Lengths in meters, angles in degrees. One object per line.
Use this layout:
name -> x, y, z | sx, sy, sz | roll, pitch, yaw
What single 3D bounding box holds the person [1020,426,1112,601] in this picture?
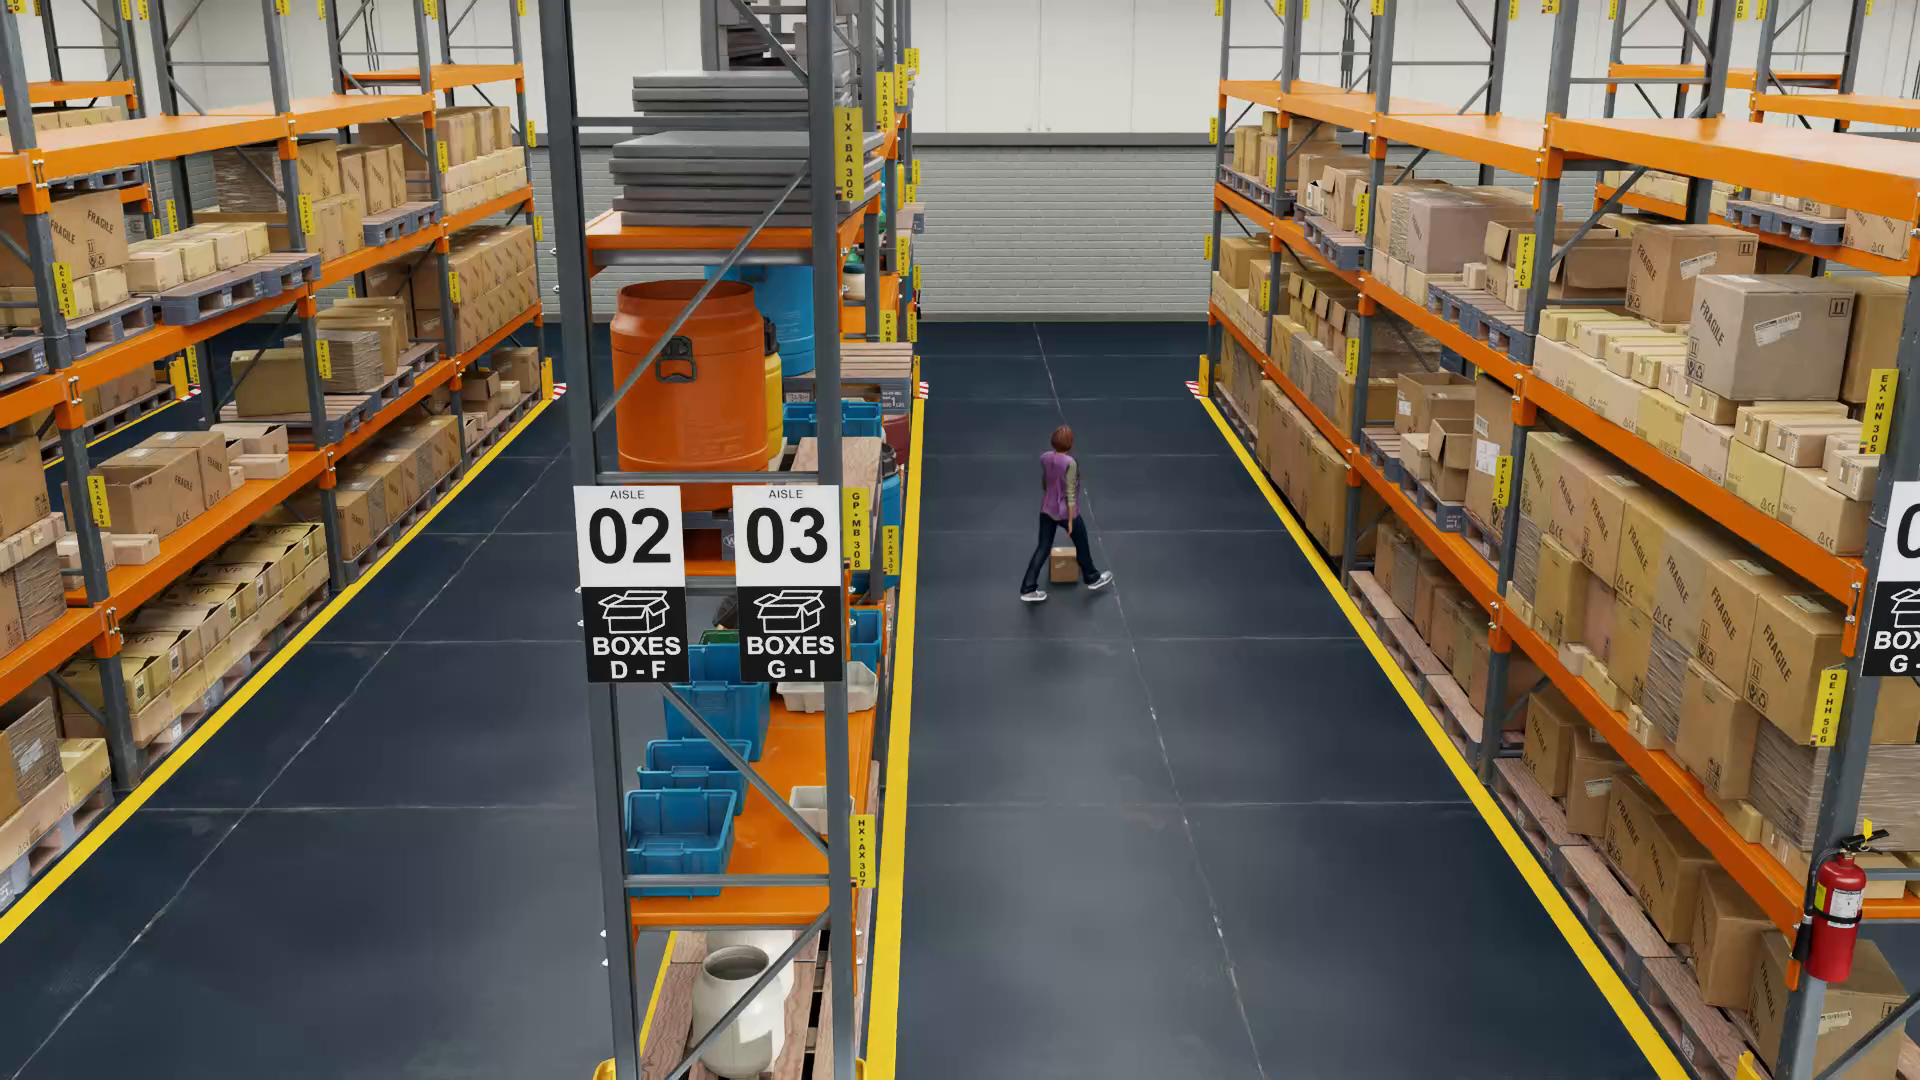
person -> 0.918, -0.257, 14.431 | 0.444, 1.530, 0.949 | 14, 22, 38
